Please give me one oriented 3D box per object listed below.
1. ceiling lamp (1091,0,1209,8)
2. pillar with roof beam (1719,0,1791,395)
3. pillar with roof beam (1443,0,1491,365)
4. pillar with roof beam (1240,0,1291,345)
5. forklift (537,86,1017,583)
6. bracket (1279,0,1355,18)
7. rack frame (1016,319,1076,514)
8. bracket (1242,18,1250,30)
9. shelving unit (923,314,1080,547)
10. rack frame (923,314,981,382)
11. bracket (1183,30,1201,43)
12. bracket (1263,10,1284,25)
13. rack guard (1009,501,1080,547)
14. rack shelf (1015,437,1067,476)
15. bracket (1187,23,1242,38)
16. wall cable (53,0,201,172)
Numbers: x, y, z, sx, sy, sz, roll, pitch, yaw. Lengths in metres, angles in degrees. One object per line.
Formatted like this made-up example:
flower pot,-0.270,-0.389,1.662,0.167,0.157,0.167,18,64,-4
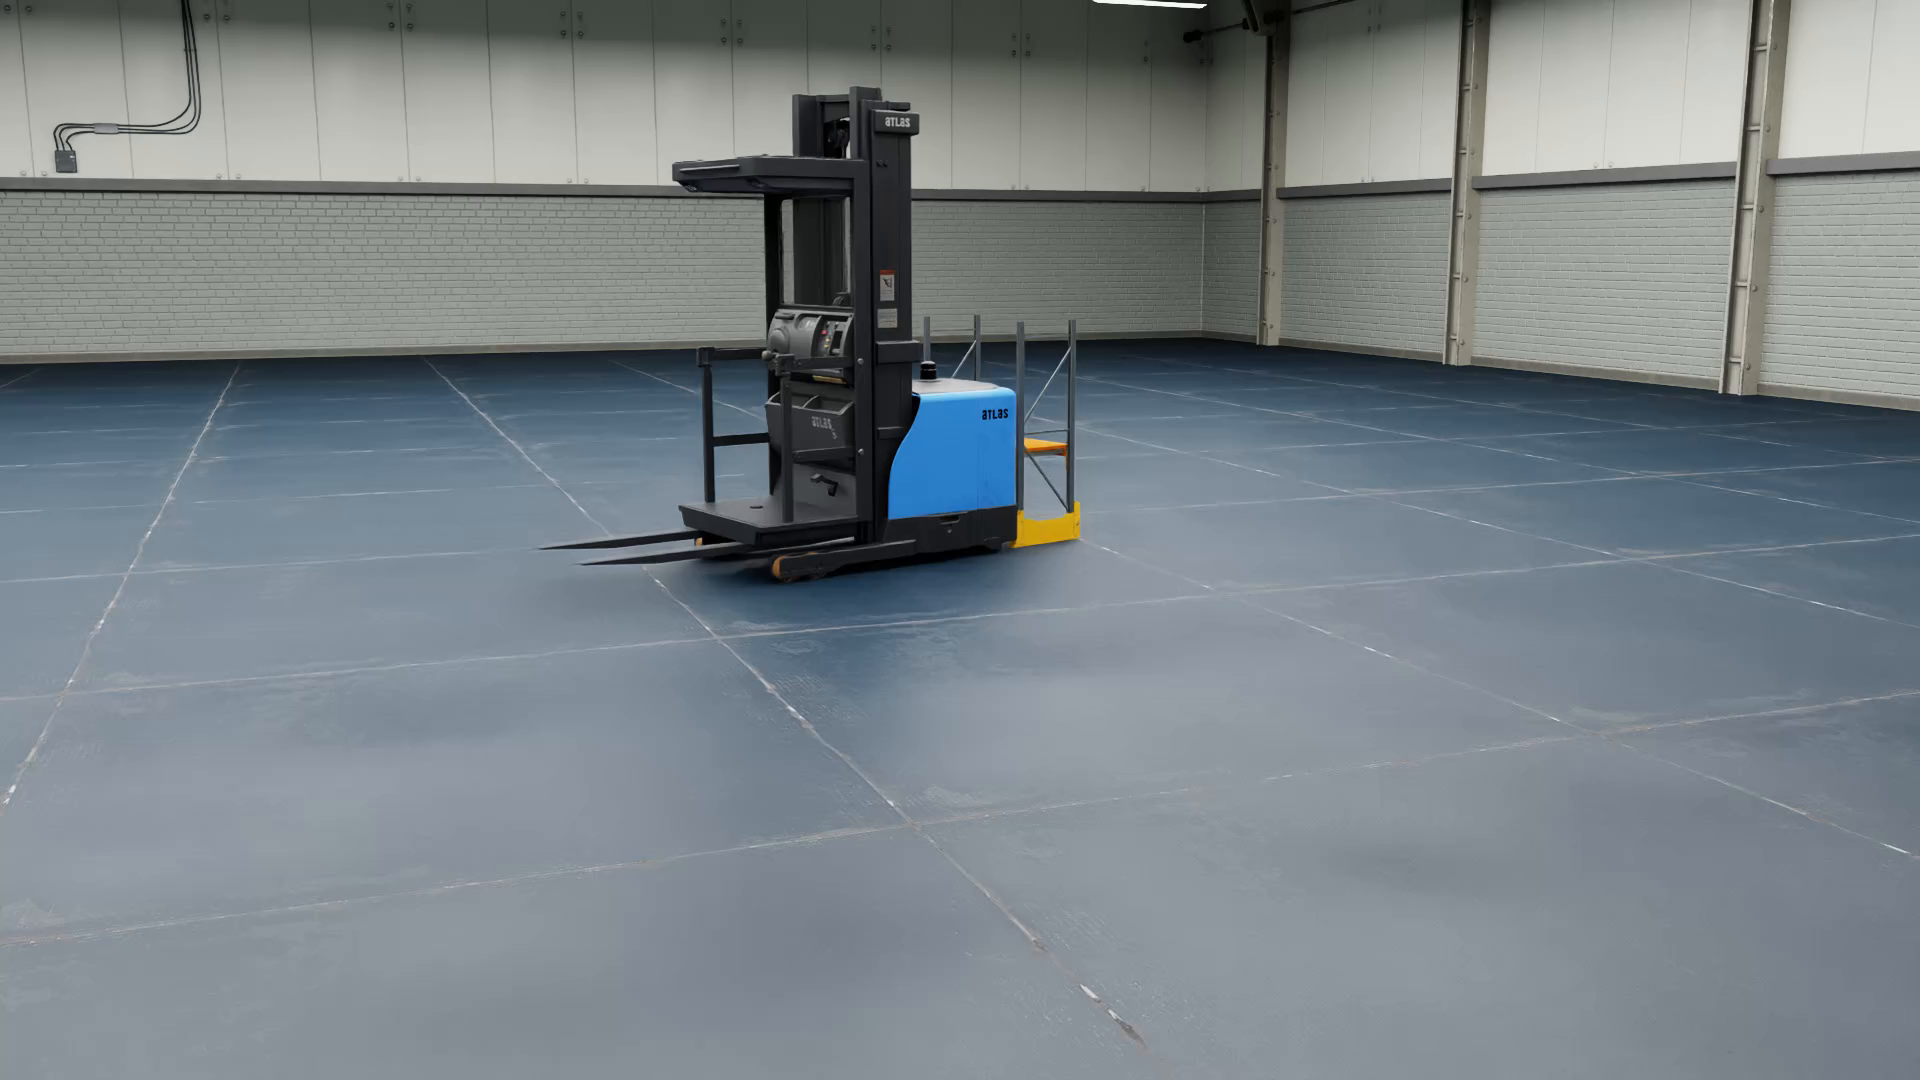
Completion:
ceiling lamp,3.006,-10.306,26.996,2.000,3.185,0.800,-4,11,-21
pillar with roof beam,6.565,-6.146,20.275,9.100,9.000,0.400,-4,11,-21
pillar with roof beam,4.391,-7.125,25.781,9.100,9.000,0.400,-4,11,-21
pillar with roof beam,2.216,-8.104,31.286,9.100,9.000,0.548,-4,11,-21
forklift,-1.109,-1.292,10.313,3.031,2.935,1.130,-7,12,-36
bracket,6.982,-9.639,29.635,0.076,0.066,4.783,-4,11,-21
rack frame,0.579,-0.724,11.209,0.500,1.500,0.032,-8,13,-38
bracket,5.748,-10.195,32.761,0.235,0.232,0.430,-4,11,-21
shelving unit,0.267,-0.793,11.593,0.587,1.500,1.083,-8,13,-38
rack frame,-0.055,-0.863,11.992,0.500,1.500,0.032,-8,13,-38
bracket,4.889,-10.582,34.936,0.235,0.232,0.430,-4,11,-21
bracket,6.048,-10.060,32.000,0.235,0.232,0.430,-4,11,-21
rack guard,0.578,-0.109,11.319,0.587,0.250,0.087,-8,13,-38
rack shelf,0.262,-0.617,11.632,0.538,0.185,1.000,-8,13,-38
bracket,5.103,-10.485,34.394,0.076,0.066,3.189,-4,11,-21
wall cable,-14.111,-9.218,27.834,2.305,6.003,0.169,-4,11,-21
